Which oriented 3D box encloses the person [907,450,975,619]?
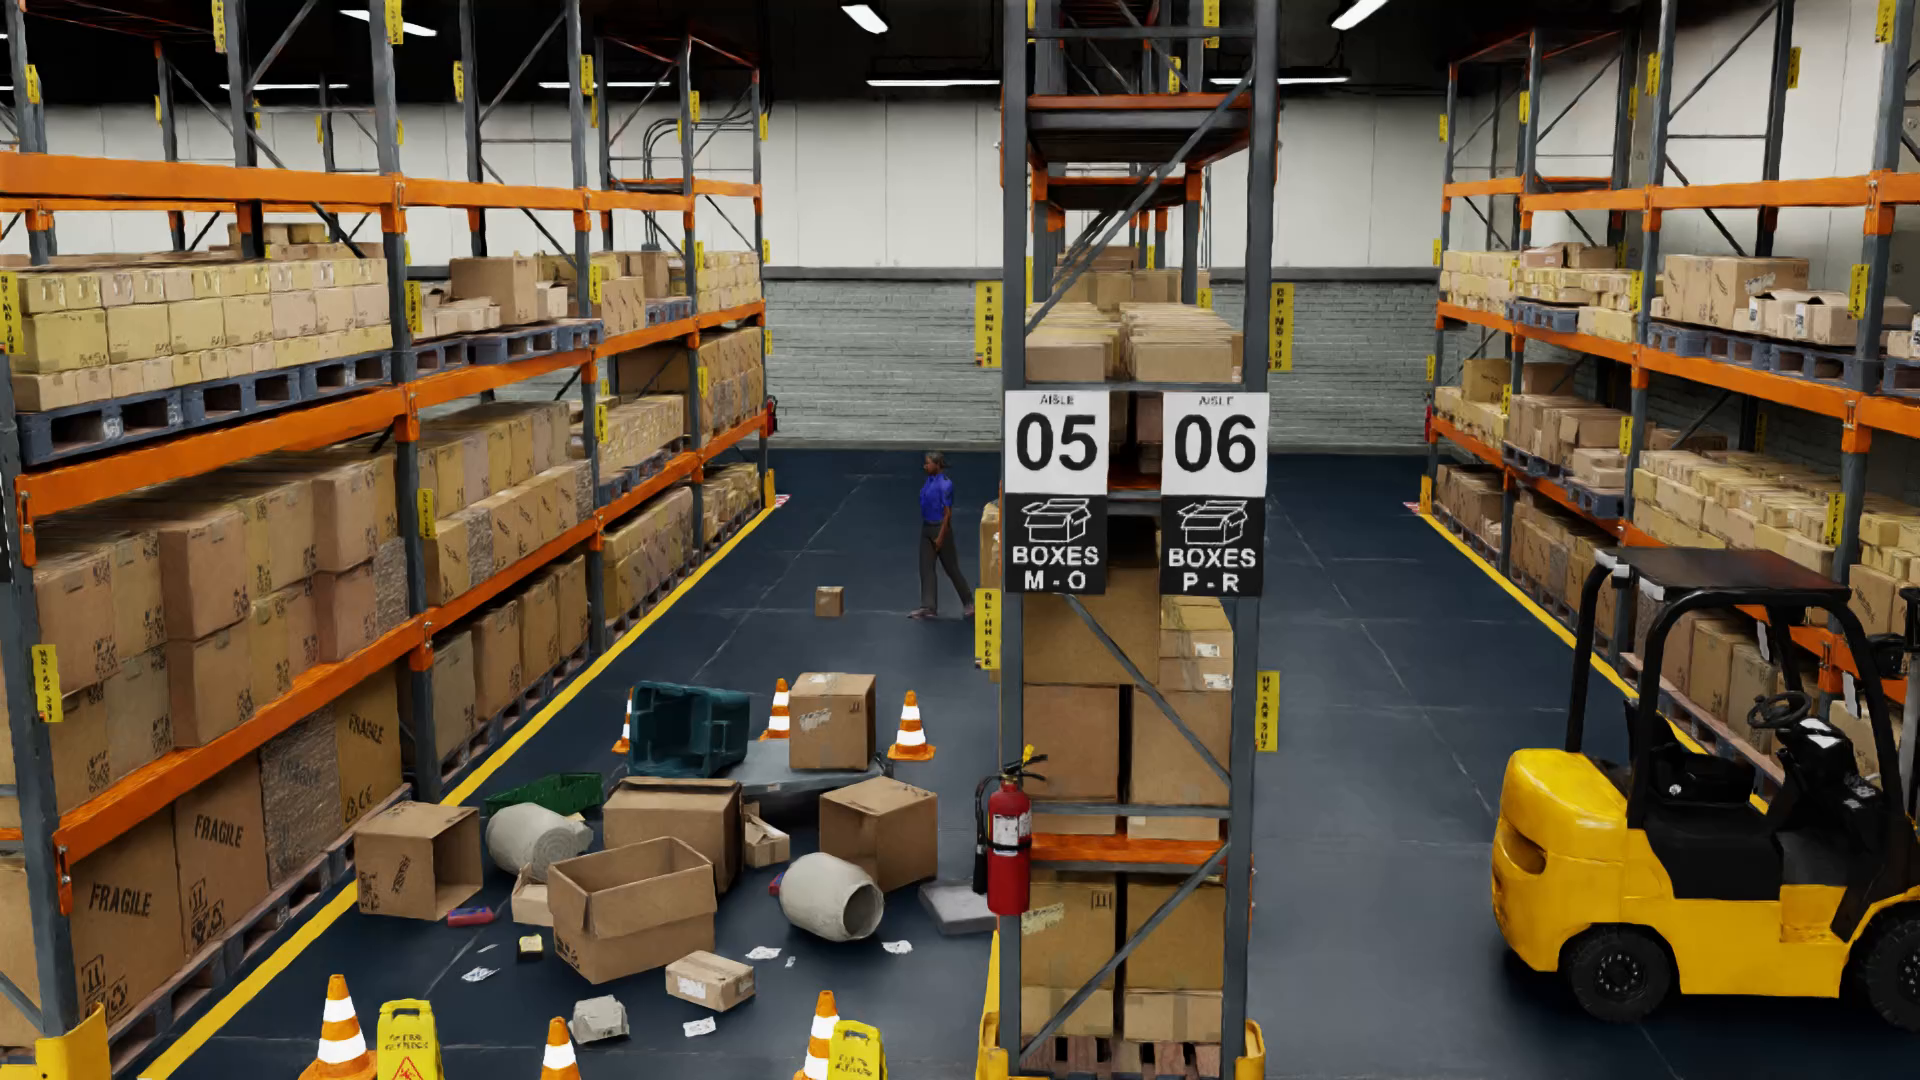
[{"bbox_3d":[-0.185,-0.059,16.265,0.658,1.651,0.578,-6,13,-30],"label":"person"}]
